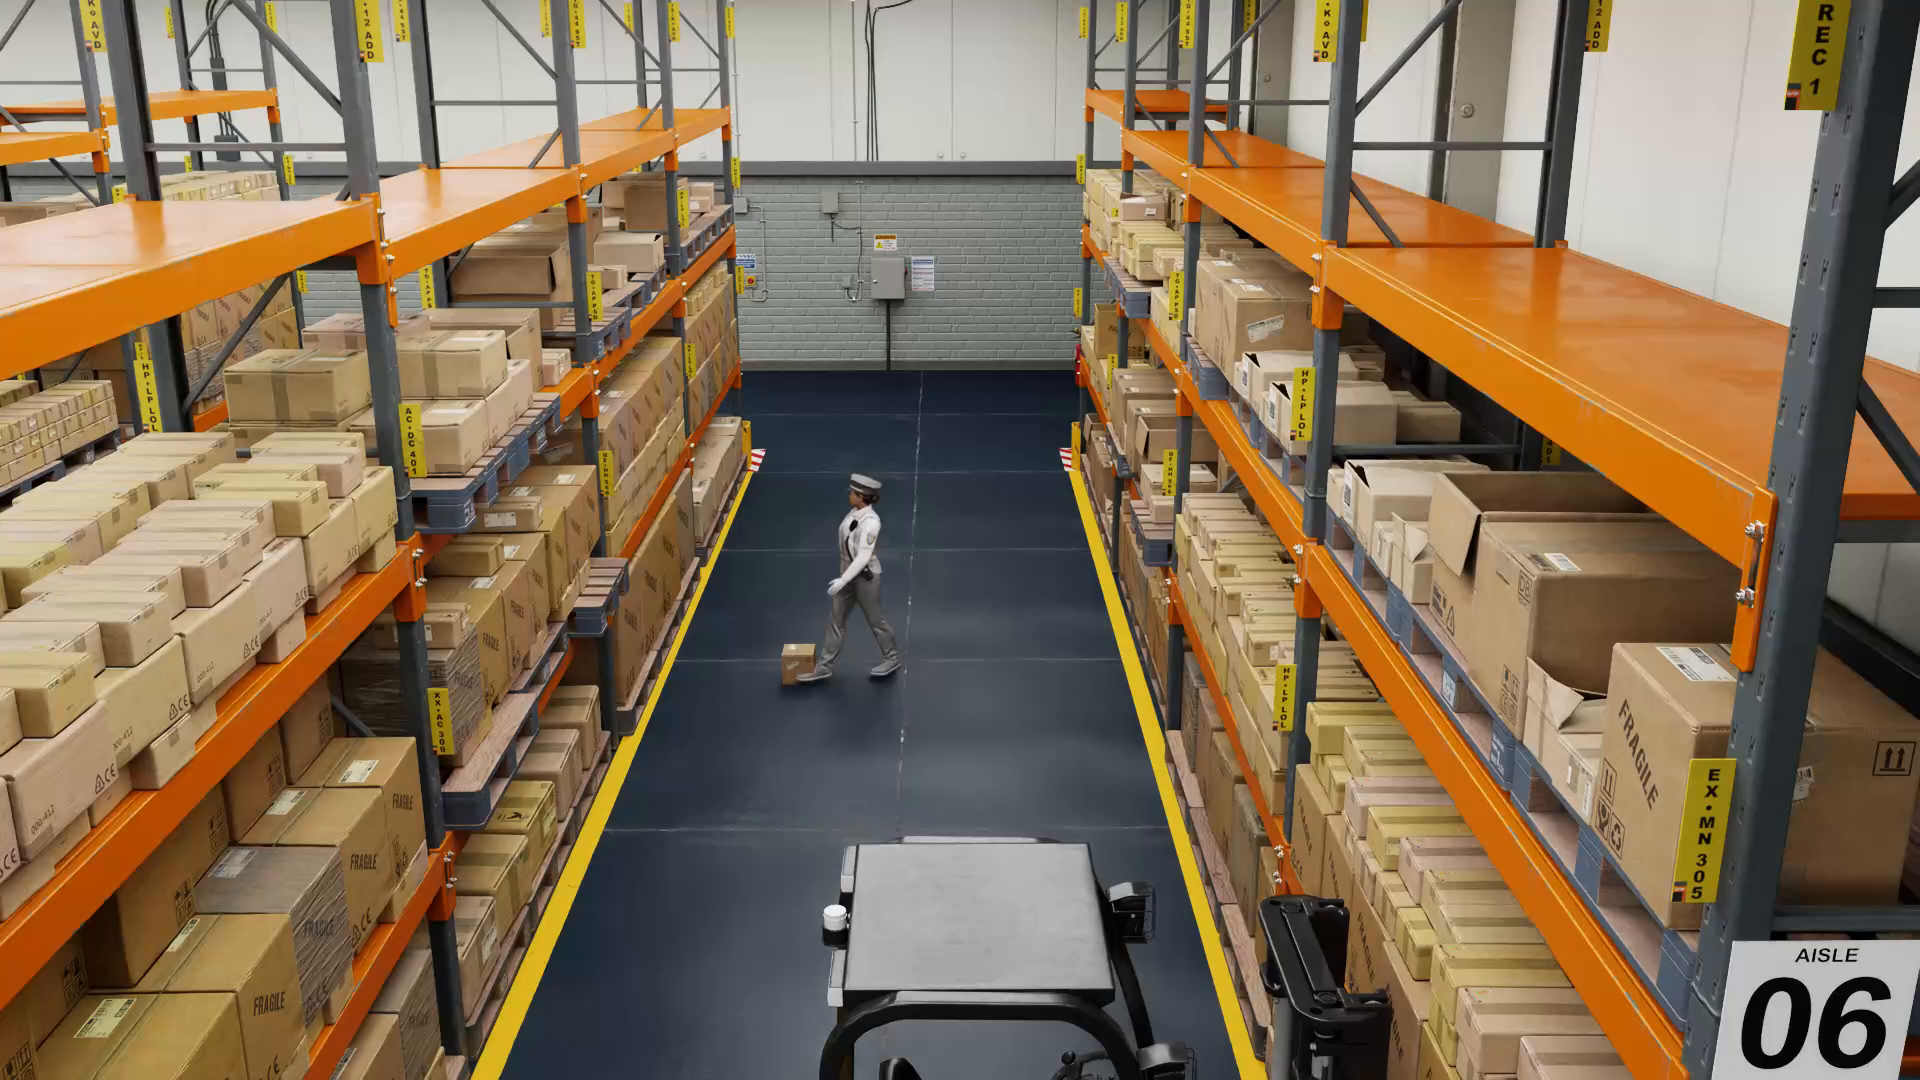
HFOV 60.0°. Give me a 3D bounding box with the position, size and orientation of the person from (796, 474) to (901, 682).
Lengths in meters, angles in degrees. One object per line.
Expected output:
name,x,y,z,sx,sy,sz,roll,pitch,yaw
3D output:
person,-0.872,0.305,12.999,0.857,1.645,0.525,-9,19,-26
